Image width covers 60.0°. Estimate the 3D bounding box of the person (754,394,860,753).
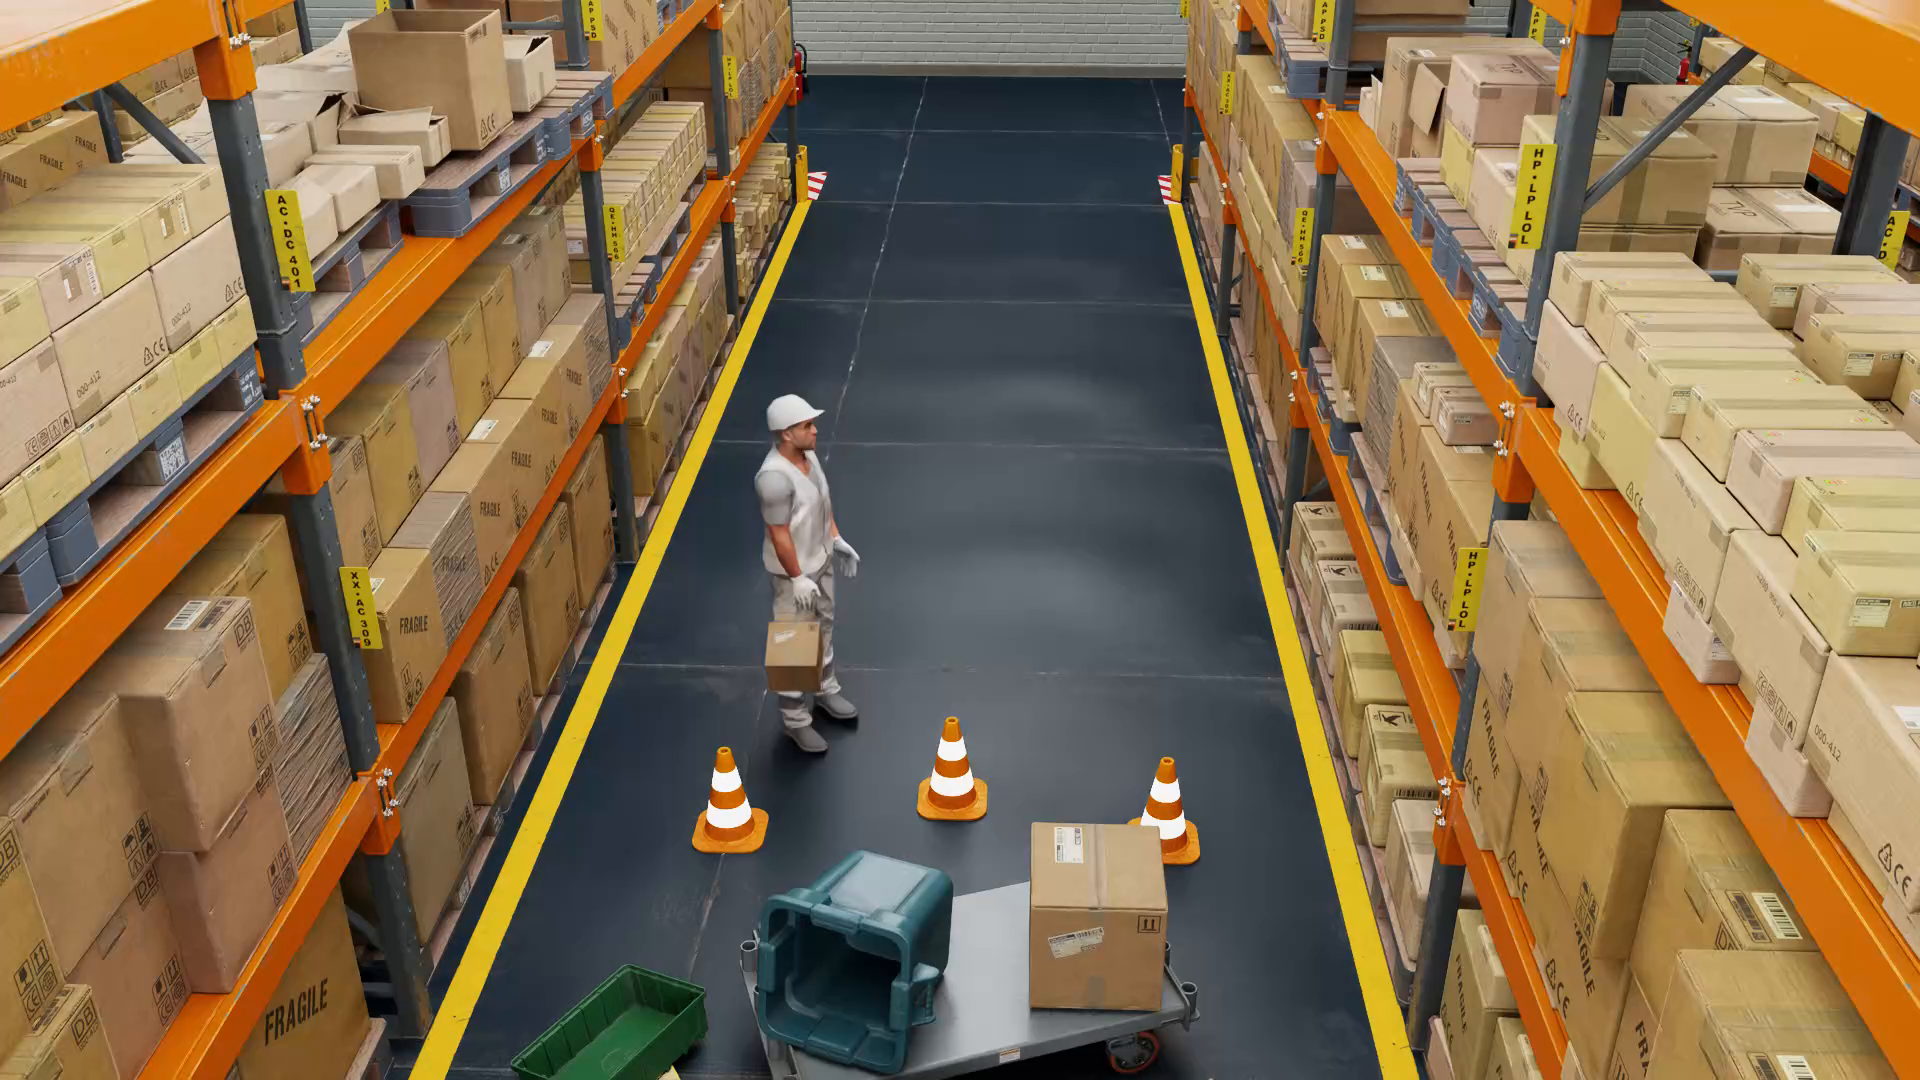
[{"bbox_3d":[-0.759,0.148,8.264,0.437,1.800,0.584,8,29,15],"label":"person"}]
